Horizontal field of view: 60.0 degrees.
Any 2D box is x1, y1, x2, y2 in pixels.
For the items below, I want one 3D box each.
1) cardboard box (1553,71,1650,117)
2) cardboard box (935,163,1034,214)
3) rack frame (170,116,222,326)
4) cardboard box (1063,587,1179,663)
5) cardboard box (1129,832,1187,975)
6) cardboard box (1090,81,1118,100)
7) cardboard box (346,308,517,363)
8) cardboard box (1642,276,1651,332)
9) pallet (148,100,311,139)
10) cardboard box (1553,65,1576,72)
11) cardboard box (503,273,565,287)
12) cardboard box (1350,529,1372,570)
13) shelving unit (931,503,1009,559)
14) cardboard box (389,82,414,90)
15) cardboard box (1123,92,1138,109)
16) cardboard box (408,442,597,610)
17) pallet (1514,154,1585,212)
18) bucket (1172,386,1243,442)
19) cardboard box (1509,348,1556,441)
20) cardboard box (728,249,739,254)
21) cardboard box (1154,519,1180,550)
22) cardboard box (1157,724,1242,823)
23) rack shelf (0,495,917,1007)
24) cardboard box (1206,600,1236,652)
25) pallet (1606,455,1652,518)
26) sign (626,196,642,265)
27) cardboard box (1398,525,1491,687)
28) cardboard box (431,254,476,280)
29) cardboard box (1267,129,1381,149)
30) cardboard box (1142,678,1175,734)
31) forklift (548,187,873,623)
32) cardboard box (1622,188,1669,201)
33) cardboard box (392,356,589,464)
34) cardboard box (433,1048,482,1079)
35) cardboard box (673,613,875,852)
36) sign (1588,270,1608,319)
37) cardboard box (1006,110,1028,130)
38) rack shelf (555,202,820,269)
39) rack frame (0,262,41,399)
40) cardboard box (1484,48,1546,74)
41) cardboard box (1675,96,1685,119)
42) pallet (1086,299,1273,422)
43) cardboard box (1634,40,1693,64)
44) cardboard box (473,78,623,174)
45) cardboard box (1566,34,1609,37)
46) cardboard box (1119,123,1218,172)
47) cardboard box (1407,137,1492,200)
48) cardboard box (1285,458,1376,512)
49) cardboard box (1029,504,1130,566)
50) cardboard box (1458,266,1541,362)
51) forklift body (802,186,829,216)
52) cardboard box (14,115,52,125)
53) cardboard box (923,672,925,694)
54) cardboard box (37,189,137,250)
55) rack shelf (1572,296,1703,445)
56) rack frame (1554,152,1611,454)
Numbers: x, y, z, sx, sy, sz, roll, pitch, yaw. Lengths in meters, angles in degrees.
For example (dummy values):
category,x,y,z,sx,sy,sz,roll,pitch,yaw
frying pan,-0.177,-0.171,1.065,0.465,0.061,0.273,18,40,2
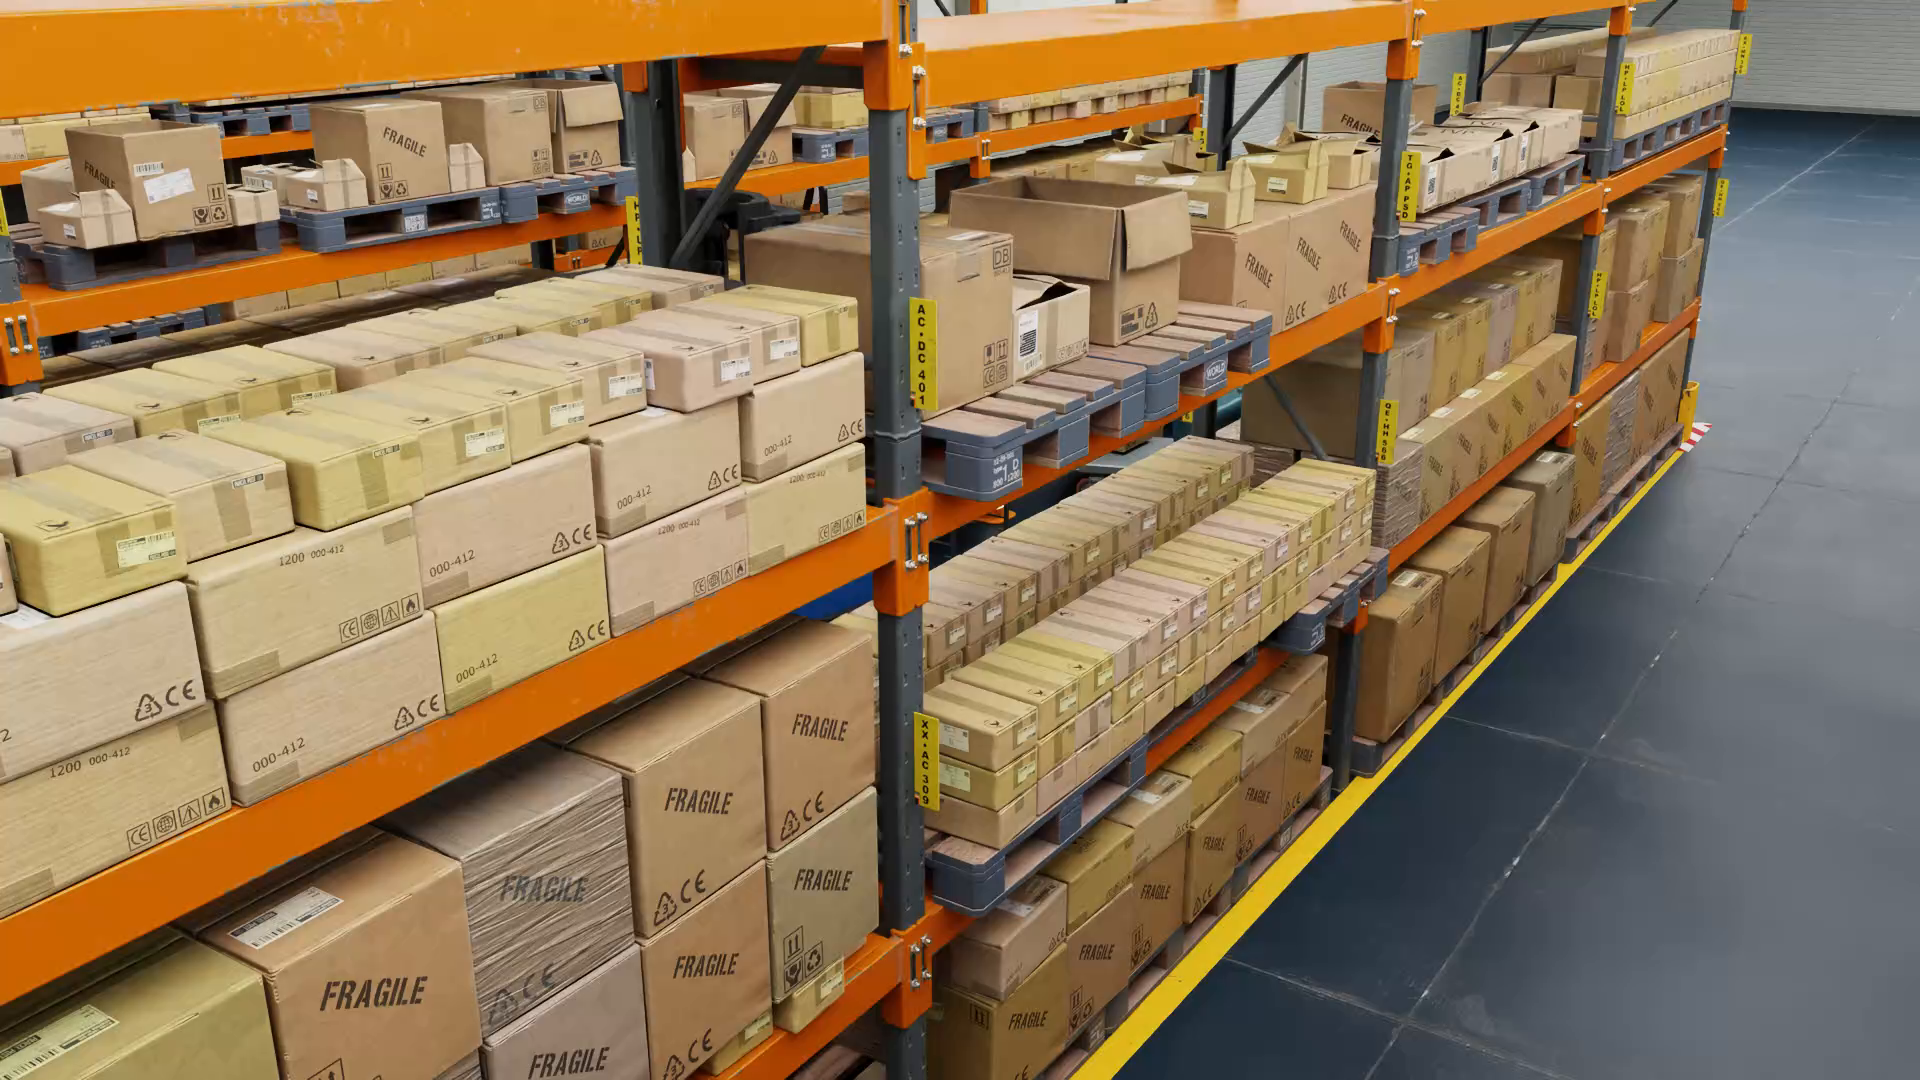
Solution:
category,x,y,z,sx,sy,sz,roll,pitch,yaw
cardboard box,4.442,-3.094,11.519,0.500,0.250,0.500,13,24,32
cardboard box,0.211,-2.964,14.439,0.700,0.500,0.500,13,24,31
rack frame,-6.571,-2.044,13.966,1.000,3.000,0.127,13,24,32
cardboard box,0.624,0.327,6.457,0.380,0.149,0.250,13,24,31
cardboard box,0.652,1.517,7.337,0.500,0.500,0.500,14,24,33
cardboard box,1.115,-4.210,15.285,0.500,0.250,0.500,14,24,32
cardboard box,-1.384,-0.494,4.374,0.380,0.149,0.250,12,24,30
cardboard box,5.039,-1.932,13.449,0.875,0.550,0.500,13,24,32
pallet,-6.264,-3.574,14.052,1.213,0.211,1.003,15,25,34
cardboard box,4.284,-3.344,12.197,0.500,0.250,0.500,13,24,32
cardboard box,-2.538,-1.393,10.622,0.500,0.500,0.500,13,24,30
cardboard box,1.790,0.012,8.166,0.380,0.149,0.250,14,24,33
shelving unit,0.004,-0.705,12.510,0.431,1.500,0.755,13,24,32
cardboard box,-5.123,-4.128,14.891,0.380,0.149,0.250,13,24,31
cardboard box,1.475,-4.216,15.878,0.380,0.149,0.250,13,24,31
cardboard box,-1.202,-0.084,3.841,0.500,0.250,0.500,14,25,34
pallet,3.461,-2.332,10.699,0.805,0.209,1.217,12,24,30
bucket,2.105,-0.954,13.549,0.620,0.611,0.726,-24,30,-29
cardboard box,3.579,-0.988,10.968,0.500,0.500,0.500,13,24,31
cardboard box,-1.874,-1.940,12.508,0.500,0.500,0.500,11,23,28
cardboard box,0.809,-0.032,7.855,0.380,0.149,0.250,13,24,32
cardboard box,0.945,1.020,7.599,0.500,0.250,0.500,14,24,33
rack shelf,-1.686,0.512,3.771,1.077,0.370,4.000,13,24,32
cardboard box,0.917,0.316,6.914,0.380,0.149,0.250,13,24,31
pallet,5.113,-0.535,13.906,1.003,0.211,1.213,13,24,32
sign,-1.023,-0.934,5.329,0.100,0.325,0.005,13,24,32
cardboard box,2.592,0.309,10.243,1.050,0.750,0.750,14,24,33
cardboard box,-4.972,-2.644,15.804,0.500,0.250,0.500,13,24,32
cardboard box,2.026,-2.108,9.195,0.500,0.311,0.500,13,24,32
cardboard box,0.619,0.608,6.554,0.380,0.149,0.250,12,23,29
forklift,-1.724,-0.551,10.029,3.031,2.935,1.130,-19,27,-41
cardboard box,5.283,-2.604,13.707,0.875,0.550,0.550,13,24,32
cardboard box,-1.091,-0.307,3.868,0.380,0.149,0.250,12,24,30
cardboard box,-1.483,1.450,3.949,0.500,0.500,0.500,13,24,30
cardboard box,-0.602,0.540,4.968,0.500,0.500,0.500,12,24,30
sign,4.390,-1.691,11.458,0.100,0.325,0.005,13,24,32
cardboard box,0.358,-3.619,14.263,0.380,0.149,0.250,13,24,32
rack shelf,-3.198,-3.428,18.745,1.077,0.370,4.000,13,24,32
rack frame,-4.713,0.071,8.249,1.000,3.000,0.127,13,24,32
cardboard box,3.877,-3.362,11.670,0.380,0.149,0.250,13,24,31
cardboard box,5.276,-3.296,12.639,0.380,0.149,0.250,14,24,33
pallet,0.454,-0.766,6.459,1.213,0.211,1.003,13,24,32
cardboard box,5.276,-3.670,12.501,0.380,0.149,0.250,13,24,32
cardboard box,-2.551,-2.591,10.369,0.797,0.503,0.637,12,23,29
cardboard box,5.018,-3.944,13.244,0.380,0.149,0.250,13,24,31
cardboard box,0.941,-1.743,7.582,0.396,0.266,0.258,13,24,32
cardboard box,2.557,-2.029,9.070,0.500,0.250,0.500,14,25,33
cardboard box,1.790,-0.268,8.066,0.380,0.149,0.250,12,24,30
cardboard box,0.529,-0.026,7.412,0.380,0.149,0.250,14,25,33
cardboard box,3.374,-1.512,10.944,0.700,0.500,0.500,13,24,31
forklift body,-1.631,-3.041,17.886,2.313,2.155,1.214,13,24,32
cardboard box,-7.006,-3.198,12.404,0.380,0.149,0.250,13,24,32
cardboard box,-0.354,0.560,6.255,0.380,0.149,0.250,13,24,32
cardboard box,-4.142,-1.545,7.883,0.396,0.266,0.258,13,24,31
rack shelf,5.060,-1.524,13.600,1.077,0.370,4.000,13,24,32
rack frame,3.935,-1.288,11.923,1.000,3.000,0.127,13,24,32
